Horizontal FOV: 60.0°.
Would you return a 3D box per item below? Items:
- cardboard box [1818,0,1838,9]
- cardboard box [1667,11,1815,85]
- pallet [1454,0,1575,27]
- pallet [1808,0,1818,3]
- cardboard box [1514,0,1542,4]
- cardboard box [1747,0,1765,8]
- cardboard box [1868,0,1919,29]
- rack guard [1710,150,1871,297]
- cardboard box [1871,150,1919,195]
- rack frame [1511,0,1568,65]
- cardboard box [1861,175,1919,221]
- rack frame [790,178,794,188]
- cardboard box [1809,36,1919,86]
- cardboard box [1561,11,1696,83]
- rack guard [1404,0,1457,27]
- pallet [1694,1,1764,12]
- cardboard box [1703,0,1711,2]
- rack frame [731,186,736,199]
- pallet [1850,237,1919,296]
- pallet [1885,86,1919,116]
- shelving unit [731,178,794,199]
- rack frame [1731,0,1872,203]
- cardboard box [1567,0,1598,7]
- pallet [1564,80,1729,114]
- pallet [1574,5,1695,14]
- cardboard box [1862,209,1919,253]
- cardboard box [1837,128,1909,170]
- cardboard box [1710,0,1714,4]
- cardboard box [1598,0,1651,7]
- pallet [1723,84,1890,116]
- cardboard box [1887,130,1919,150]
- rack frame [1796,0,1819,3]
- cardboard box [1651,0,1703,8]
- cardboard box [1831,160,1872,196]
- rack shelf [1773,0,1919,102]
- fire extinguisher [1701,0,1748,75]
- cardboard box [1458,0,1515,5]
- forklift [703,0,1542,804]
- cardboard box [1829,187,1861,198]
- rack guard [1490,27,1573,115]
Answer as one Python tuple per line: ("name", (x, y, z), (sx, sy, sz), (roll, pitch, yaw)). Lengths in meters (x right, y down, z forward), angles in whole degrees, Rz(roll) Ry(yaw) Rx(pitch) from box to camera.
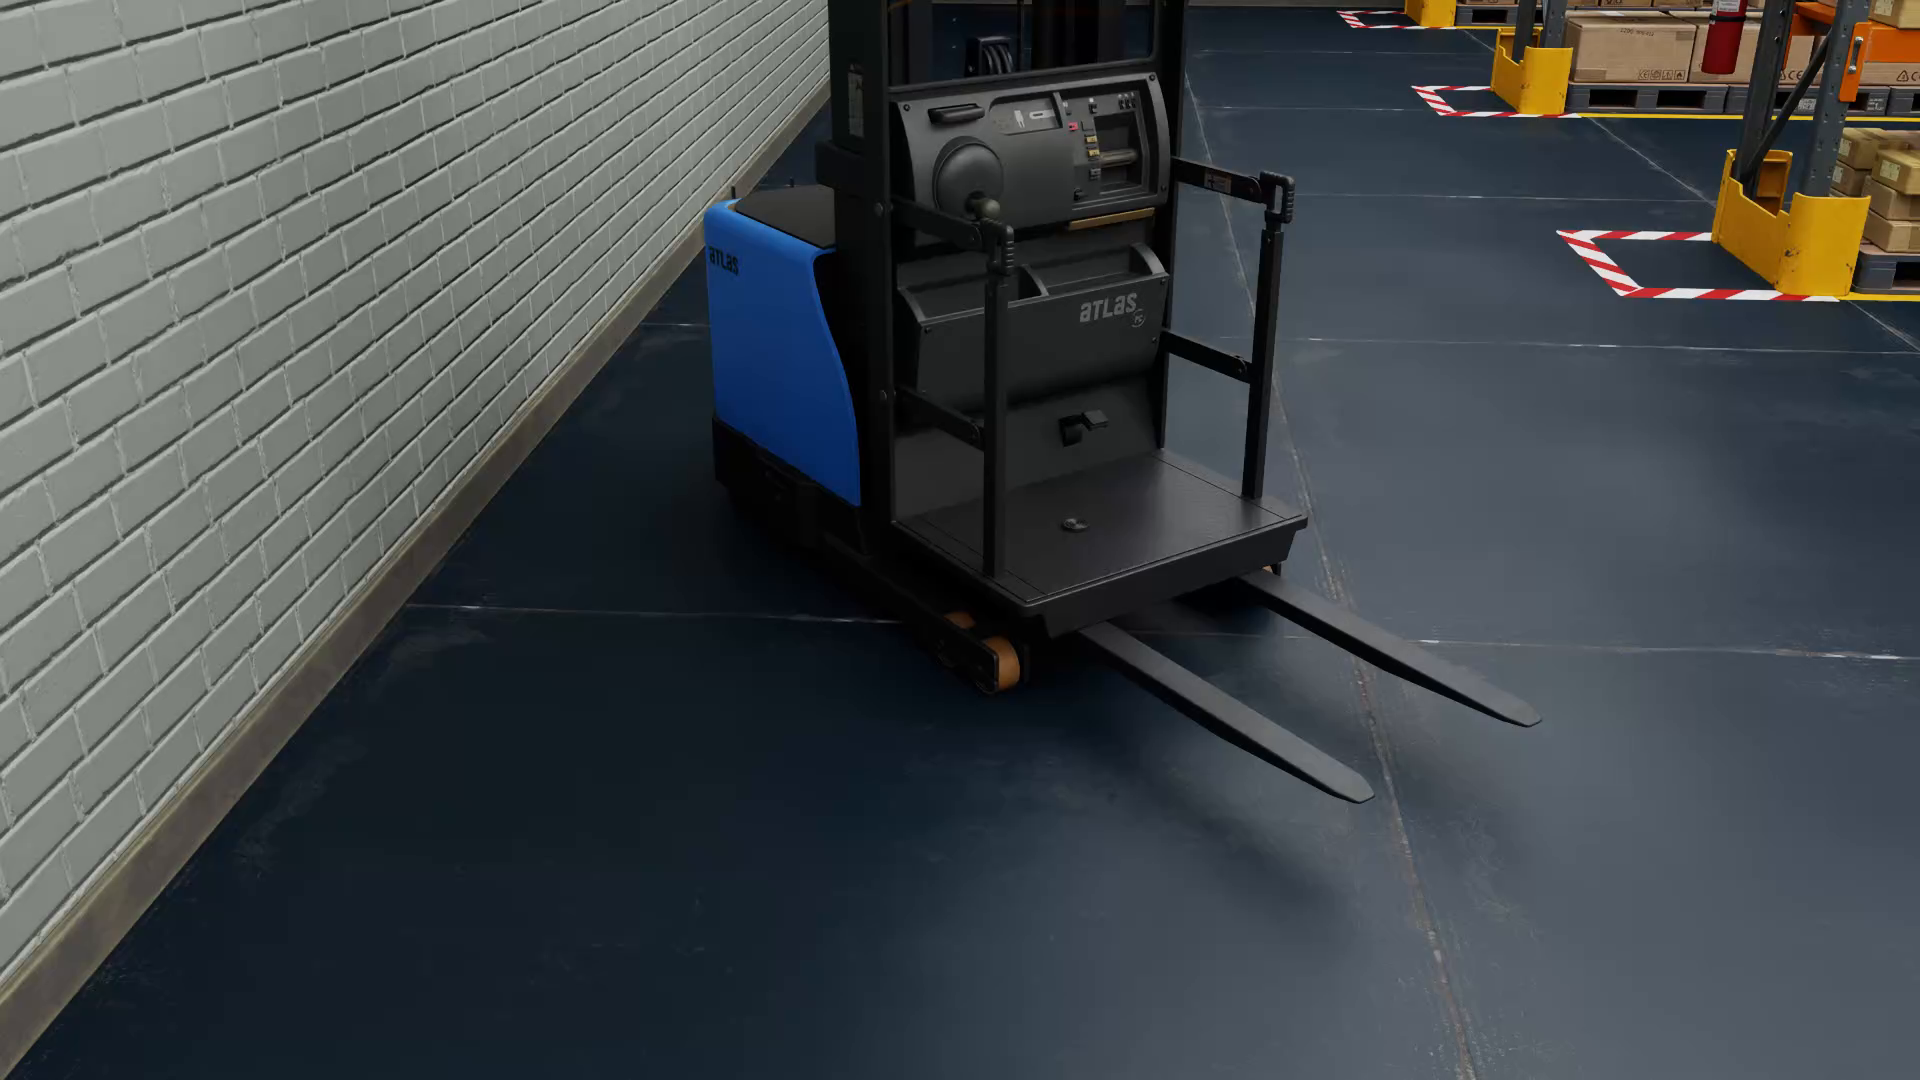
("cardboard box", (4.671, -2.840, 8.635), (0.250, 0.149, 0.380), (2, 25, 4))
("cardboard box", (6.181, -3.935, 13.276), (0.875, 0.438, 0.875), (2, 25, 5))
("pallet", (5.850, -5.688, 17.859), (1.213, 0.211, 1.003), (2, 25, 4))
("pallet", (9.781, -5.577, 17.618), (1.213, 0.211, 1.003), (2, 25, 4))
("cardboard box", (6.002, -5.789, 17.651), (0.250, 0.149, 0.380), (1, 25, 2))
("cardboard box", (8.389, -5.645, 17.338), (0.250, 0.149, 0.380), (1, 25, 2))
("cardboard box", (4.622, -2.586, 8.082), (0.250, 0.149, 0.380), (2, 25, 4))
("rack guard", (4.400, -1.709, 8.866), (0.348, 0.500, 1.175), (2, 25, 4))
("cardboard box", (4.821, -1.854, 8.388), (0.250, 0.149, 0.380), (1, 25, 2))
("rack frame", (4.603, -4.913, 12.839), (0.127, 3.000, 1.000), (2, 25, 4))
("cardboard box", (4.827, -1.754, 8.526), (0.250, 0.149, 0.380), (3, 25, 6))
("rack frame", (-0.569, -0.830, 6.297), (0.008, 1.050, 0.200), (-16, 29, -32))
("cardboard box", (7.080, -3.905, 13.212), (0.875, 0.438, 0.875), (1, 25, 2))
("cardboard box", (5.268, -3.961, 13.332), (0.875, 0.438, 0.875), (1, 25, 2))
("rack guard", (5.055, -5.844, 17.853), (0.348, 0.500, 1.175), (2, 25, 4))
("pallet", (8.282, -5.610, 17.689), (1.213, 0.211, 1.003), (2, 25, 4))
("cardboard box", (7.894, -5.883, 17.856), (0.250, 0.149, 0.380), (2, 25, 3))
("rack frame", (-0.769, -0.771, 6.169), (0.008, 1.050, 0.200), (-16, 29, -32))
("pallet", (5.207, -1.537, 8.838), (1.213, 0.211, 1.003), (2, 25, 4))
("pallet", (7.839, -3.575, 13.268), (1.213, 0.211, 1.003), (2, 25, 4))
("shelving unit", (-0.669, -0.800, 6.233), (0.252, 1.050, 0.215), (-16, 29, -32))
("rack frame", (4.324, -2.847, 8.349), (0.127, 3.000, 1.000), (2, 25, 4))
("cardboard box", (6.431, -5.935, 17.547), (0.500, 0.500, 0.700), (3, 25, 6))
("pallet", (5.406, -3.653, 13.437), (1.213, 0.211, 1.003), (2, 25, 4))
("pallet", (7.063, -5.648, 17.771), (1.213, 0.211, 1.003), (2, 25, 4))
("cardboard box", (4.822, -1.592, 8.530), (0.250, 0.149, 0.380), (2, 25, 5))
("cardboard box", (4.872, -2.102, 8.925), (0.250, 0.149, 0.380), (2, 25, 5))
("cardboard box", (8.033, -5.710, 17.339), (0.258, 0.266, 0.396), (3, 25, 6))
("cardboard box", (6.950, -5.876, 17.420), (0.500, 0.500, 0.500), (2, 25, 5))
("pallet", (6.619, -3.613, 13.350), (1.213, 0.211, 1.003), (2, 25, 4))
("cardboard box", (5.118, -2.070, 8.856), (0.250, 0.149, 0.380), (2, 25, 5))
("rack frame", (8.967, -6.854, 17.057), (0.127, 3.000, 1.000), (2, 25, 4))
("cardboard box", (7.466, -5.902, 17.475), (0.500, 0.500, 0.700), (1, 25, 2))
("cardboard box", (4.872, -1.980, 9.016), (0.250, 0.149, 0.380), (1, 25, 3))
("rack shelf", (6.319, -2.456, 8.360), (4.000, 0.370, 1.077), (2, 25, 4))
("fire extinguisher", (4.109, -2.843, 8.878), (0.183, 0.674, 0.296), (2, 25, 4))
("cardboard box", (5.581, -5.980, 17.641), (0.637, 0.503, 0.797), (1, 25, 2))
("forklift", (0.352, -1.116, 4.670), (1.130, 2.935, 3.031), (-16, 29, -31))
("cardboard box", (4.865, -1.813, 9.009), (0.250, 0.149, 0.380), (2, 25, 5))
("rack guard", (4.579, -3.778, 13.364), (0.348, 0.500, 1.175), (2, 25, 4))
